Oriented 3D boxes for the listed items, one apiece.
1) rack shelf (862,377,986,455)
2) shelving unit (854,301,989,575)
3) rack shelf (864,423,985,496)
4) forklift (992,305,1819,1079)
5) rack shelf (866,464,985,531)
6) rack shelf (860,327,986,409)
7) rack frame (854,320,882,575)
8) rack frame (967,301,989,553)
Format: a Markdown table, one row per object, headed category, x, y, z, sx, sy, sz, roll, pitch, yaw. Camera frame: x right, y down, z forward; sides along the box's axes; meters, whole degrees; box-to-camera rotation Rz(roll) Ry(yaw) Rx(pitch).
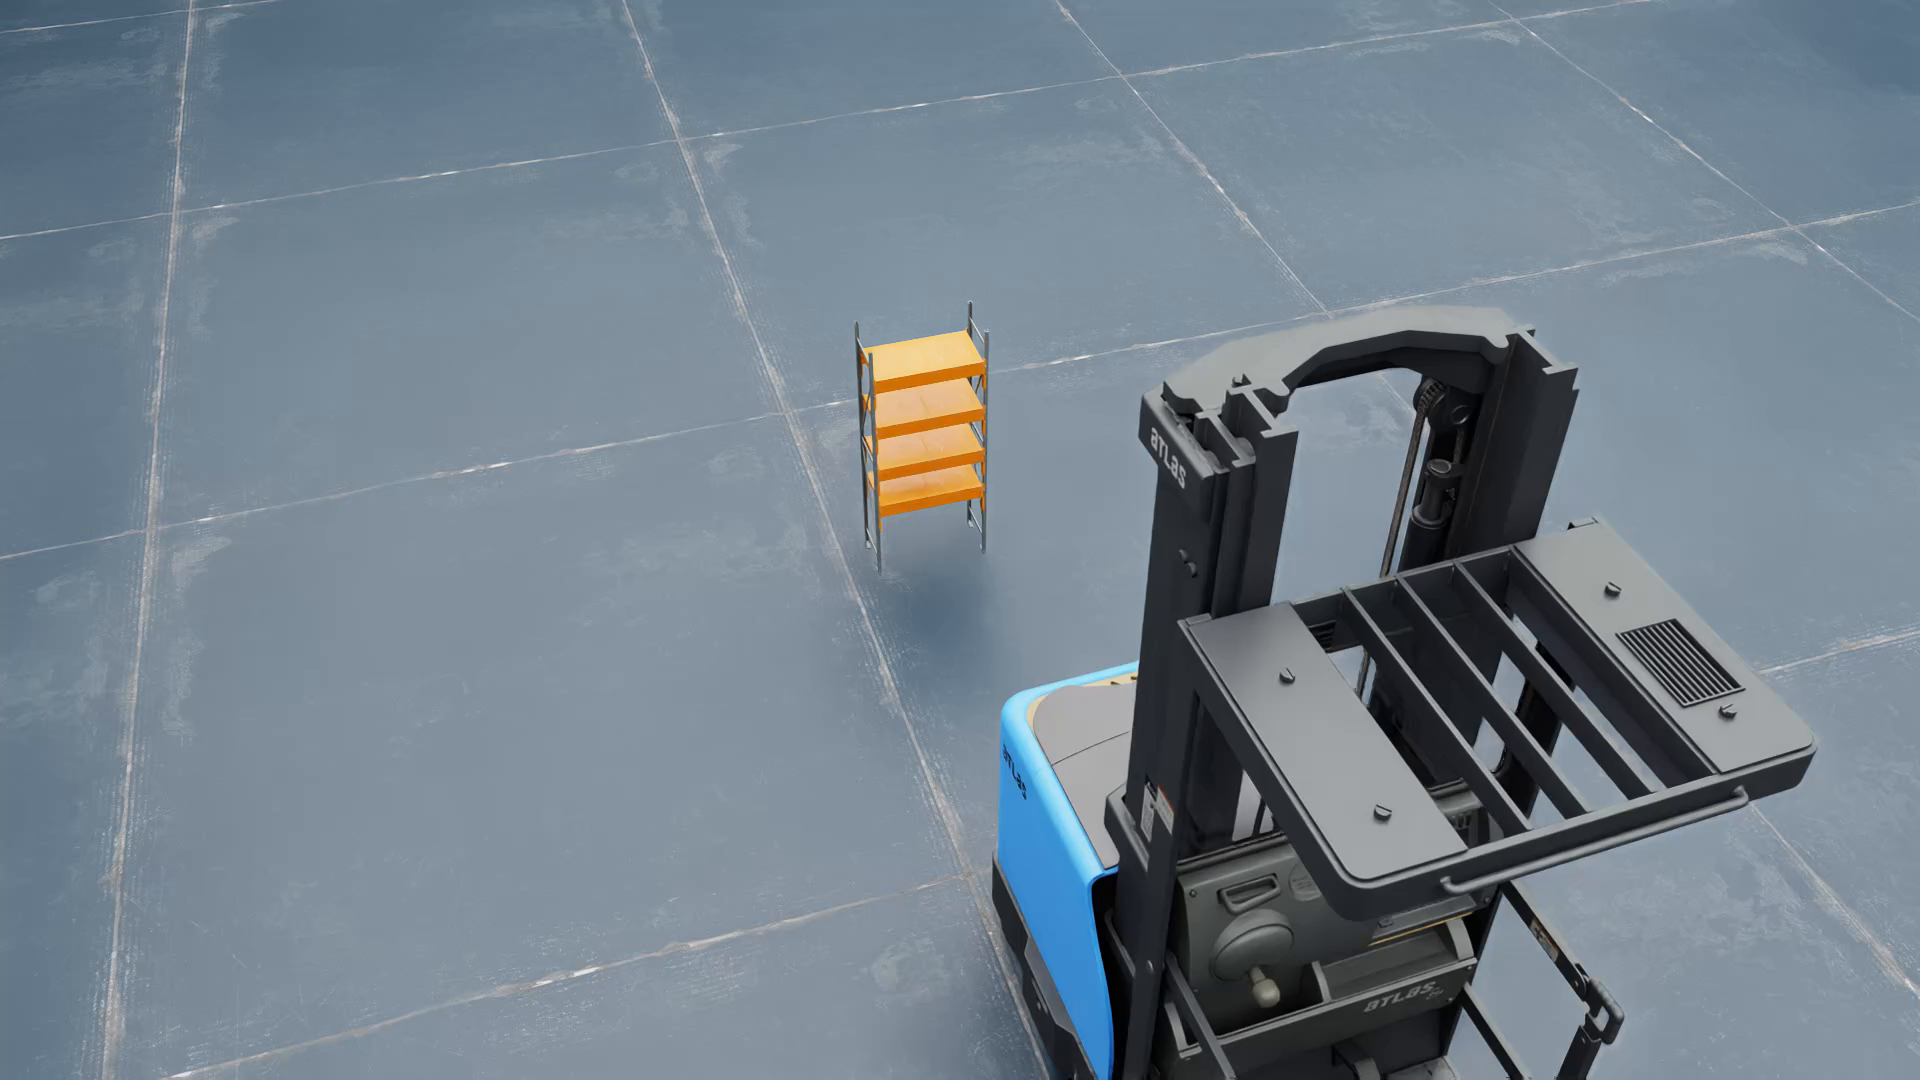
| category | x | y | z | sx | sy | sz | roll | pitch | yaw |
| --- | --- | --- | --- | --- | --- | --- | --- | --- | --- |
| rack shelf | -0.158 | -0.537 | 7.064 | 0.480 | 0.148 | 0.258 | -12 | 42 | -13 |
| shelving unit | -0.158 | -0.419 | 7.167 | 0.503 | 1.200 | 0.258 | -12 | 42 | -13 |
| rack shelf | -0.158 | -0.368 | 7.212 | 0.480 | 0.148 | 0.258 | -12 | 42 | -13 |
| forklift | 1.084 | 1.020 | 4.204 | 1.130 | 2.935 | 3.031 | -13 | 43 | -14 |
| rack shelf | -0.158 | -0.219 | 7.342 | 0.480 | 0.148 | 0.258 | -12 | 42 | -13 |
| rack shelf | -0.158 | -0.715 | 6.909 | 0.480 | 0.148 | 0.258 | -12 | 42 | -13 |
| rack frame | -0.391 | -0.371 | 7.112 | 0.015 | 1.200 | 0.240 | -12 | 42 | -13 |
| rack frame | 0.075 | -0.467 | 7.223 | 0.015 | 1.200 | 0.240 | -12 | 42 | -13 |
